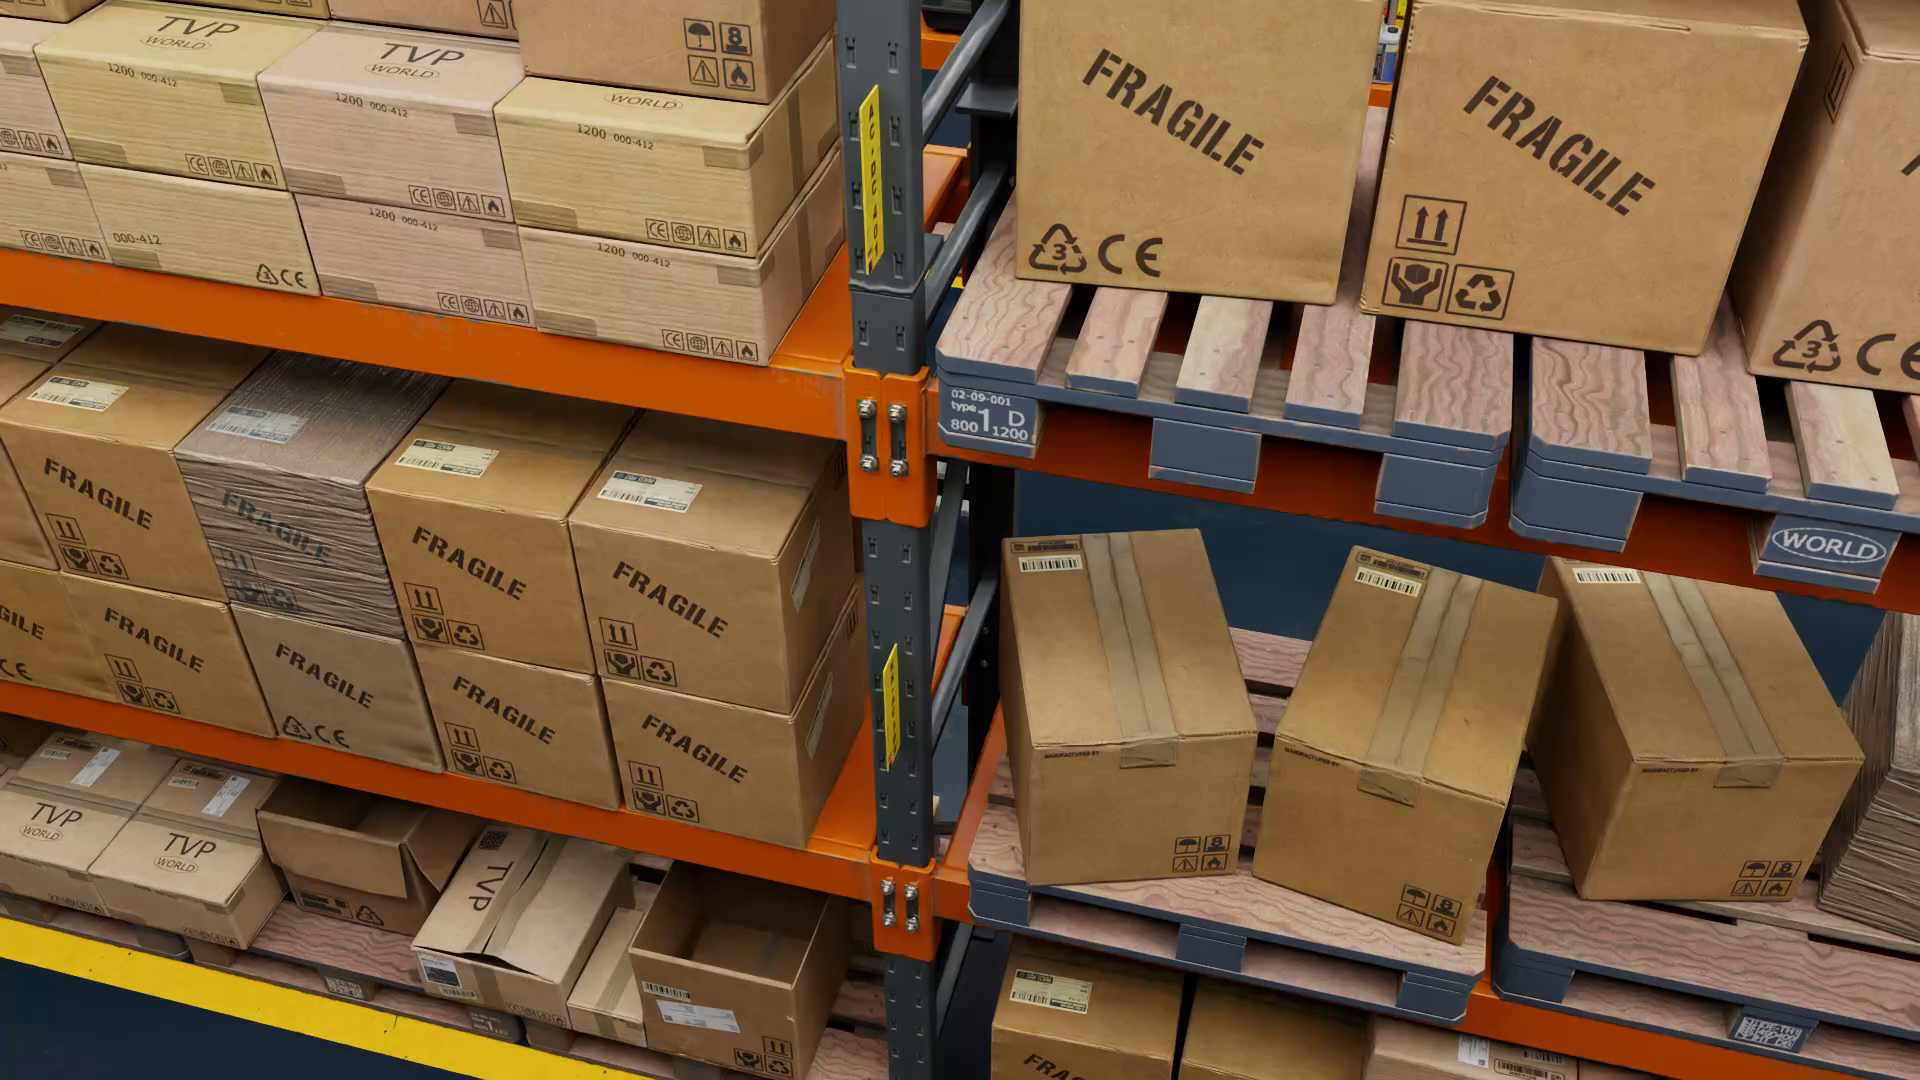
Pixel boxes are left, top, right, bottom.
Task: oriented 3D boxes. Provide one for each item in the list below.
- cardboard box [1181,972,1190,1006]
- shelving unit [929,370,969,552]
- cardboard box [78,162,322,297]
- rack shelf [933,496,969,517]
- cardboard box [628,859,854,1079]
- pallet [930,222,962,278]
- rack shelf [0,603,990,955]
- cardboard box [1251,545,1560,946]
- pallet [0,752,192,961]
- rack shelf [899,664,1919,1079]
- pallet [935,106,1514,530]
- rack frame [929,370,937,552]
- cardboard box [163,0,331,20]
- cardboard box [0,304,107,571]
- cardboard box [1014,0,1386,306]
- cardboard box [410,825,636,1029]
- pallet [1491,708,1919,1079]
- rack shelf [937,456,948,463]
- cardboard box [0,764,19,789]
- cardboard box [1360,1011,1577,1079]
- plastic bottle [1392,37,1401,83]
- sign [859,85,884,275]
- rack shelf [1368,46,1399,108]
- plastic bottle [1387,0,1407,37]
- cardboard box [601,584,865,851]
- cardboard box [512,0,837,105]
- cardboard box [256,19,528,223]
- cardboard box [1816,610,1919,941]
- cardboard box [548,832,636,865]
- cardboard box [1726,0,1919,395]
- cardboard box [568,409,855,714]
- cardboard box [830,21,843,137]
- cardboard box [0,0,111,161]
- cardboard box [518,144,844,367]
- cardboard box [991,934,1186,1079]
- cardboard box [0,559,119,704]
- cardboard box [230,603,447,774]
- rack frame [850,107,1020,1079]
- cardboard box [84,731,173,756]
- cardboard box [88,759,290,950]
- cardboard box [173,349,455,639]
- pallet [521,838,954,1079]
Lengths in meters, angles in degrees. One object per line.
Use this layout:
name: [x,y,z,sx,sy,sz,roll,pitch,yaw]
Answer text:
cardboard box: [0.530,1.069,5.247,0.500,0.500,0.500,10,41,11]
shelving unit: [-0.008,-0.346,6.962,0.210,0.900,0.258,10,41,11]
cardboard box: [-1.525,-0.798,3.653,0.500,0.250,0.500,10,41,11]
rack shelf: [-0.008,-0.183,7.099,0.200,0.077,0.258,10,41,11]
cardboard box: [-0.645,1.246,5.035,0.500,0.500,0.500,10,41,11]
pallet: [0.543,-1.731,9.147,1.213,0.211,1.003,10,41,11]
rack shelf: [-1.953,0.319,5.097,4.000,0.370,1.077,10,41,11]
cardboard box: [1.059,0.469,3.954,0.500,0.500,0.700,16,43,18]
pallet: [-3.041,0.923,5.987,1.213,0.211,1.003,10,41,11]
rack shelf: [1.911,0.984,4.306,4.000,0.370,1.077,10,41,11]
pallet: [0.591,-0.549,3.385,1.003,0.211,1.213,10,41,11]
rack frame: [-0.106,-0.363,6.982,0.006,0.900,0.240,10,41,11]
cardboard box: [-1.432,-1.502,3.518,0.500,0.500,0.700,10,41,11]
cardboard box: [-2.536,-0.304,4.425,0.500,0.500,0.500,10,41,12]
cardboard box: [0.446,-0.881,3.152,0.600,0.600,0.600,6,40,7]
cardboard box: [-1.369,1.194,5.245,0.500,0.311,0.500,10,41,11]
pallet: [1.963,0.794,4.122,1.213,0.211,1.003,10,41,11]
rack shelf: [-0.008,-0.389,6.926,0.200,0.077,0.258,10,41,11]
cardboard box: [-3.328,0.952,5.645,0.250,0.166,0.380,10,41,11]
cardboard box: [1.349,1.276,4.417,0.500,0.250,0.500,10,41,12]
plastic bottle: [2.070,-2.241,7.686,0.097,0.271,0.097,0,40,0]
sign: [-0.154,-0.632,2.936,0.005,0.325,0.100,10,41,11]
rack shelf: [3.195,-2.093,7.969,4.000,0.370,1.077,10,41,11]
plastic bottle: [2.198,-2.643,8.103,0.185,0.351,0.144,10,41,11]
cardboard box: [-0.570,0.414,4.347,0.500,0.500,0.500,10,41,12]
cardboard box: [-0.501,-1.251,3.220,0.500,0.500,0.700,10,41,11]
cardboard box: [-1.043,-0.904,3.390,0.500,0.250,0.500,10,41,11]
cardboard box: [2.371,0.536,3.875,0.500,0.500,0.700,17,43,20]
cardboard box: [-1.209,0.951,5.647,0.250,0.166,0.380,10,41,11]
cardboard box: [1.736,-0.661,2.890,0.600,0.600,0.600,8,41,10]
cardboard box: [-0.577,0.032,4.025,0.500,0.500,0.500,10,41,12]
cardboard box: [-0.427,-1.142,3.673,0.500,0.250,0.500,10,41,11]
cardboard box: [-2.008,-1.072,3.590,0.500,0.250,0.500,10,41,11]
cardboard box: [-0.560,-0.631,3.453,0.500,0.250,0.500,10,41,11]
cardboard box: [0.383,1.396,4.856,0.500,0.500,0.500,8,41,9]
cardboard box: [-2.541,0.078,4.747,0.500,0.500,0.500,10,41,11]
cardboard box: [-1.566,0.245,4.548,0.500,0.500,0.500,11,41,12]
rack frame: [-0.021,0.376,4.470,0.127,3.000,1.000,10,41,11]
cardboard box: [-2.928,0.688,5.959,0.250,0.166,0.380,10,41,11]
cardboard box: [-2.467,1.028,5.489,0.500,0.250,0.500,10,41,11]
cardboard box: [-1.559,-0.136,4.224,0.500,0.500,0.500,10,41,12]
pallet: [-0.684,1.329,5.504,1.213,0.211,1.003,10,41,11]
